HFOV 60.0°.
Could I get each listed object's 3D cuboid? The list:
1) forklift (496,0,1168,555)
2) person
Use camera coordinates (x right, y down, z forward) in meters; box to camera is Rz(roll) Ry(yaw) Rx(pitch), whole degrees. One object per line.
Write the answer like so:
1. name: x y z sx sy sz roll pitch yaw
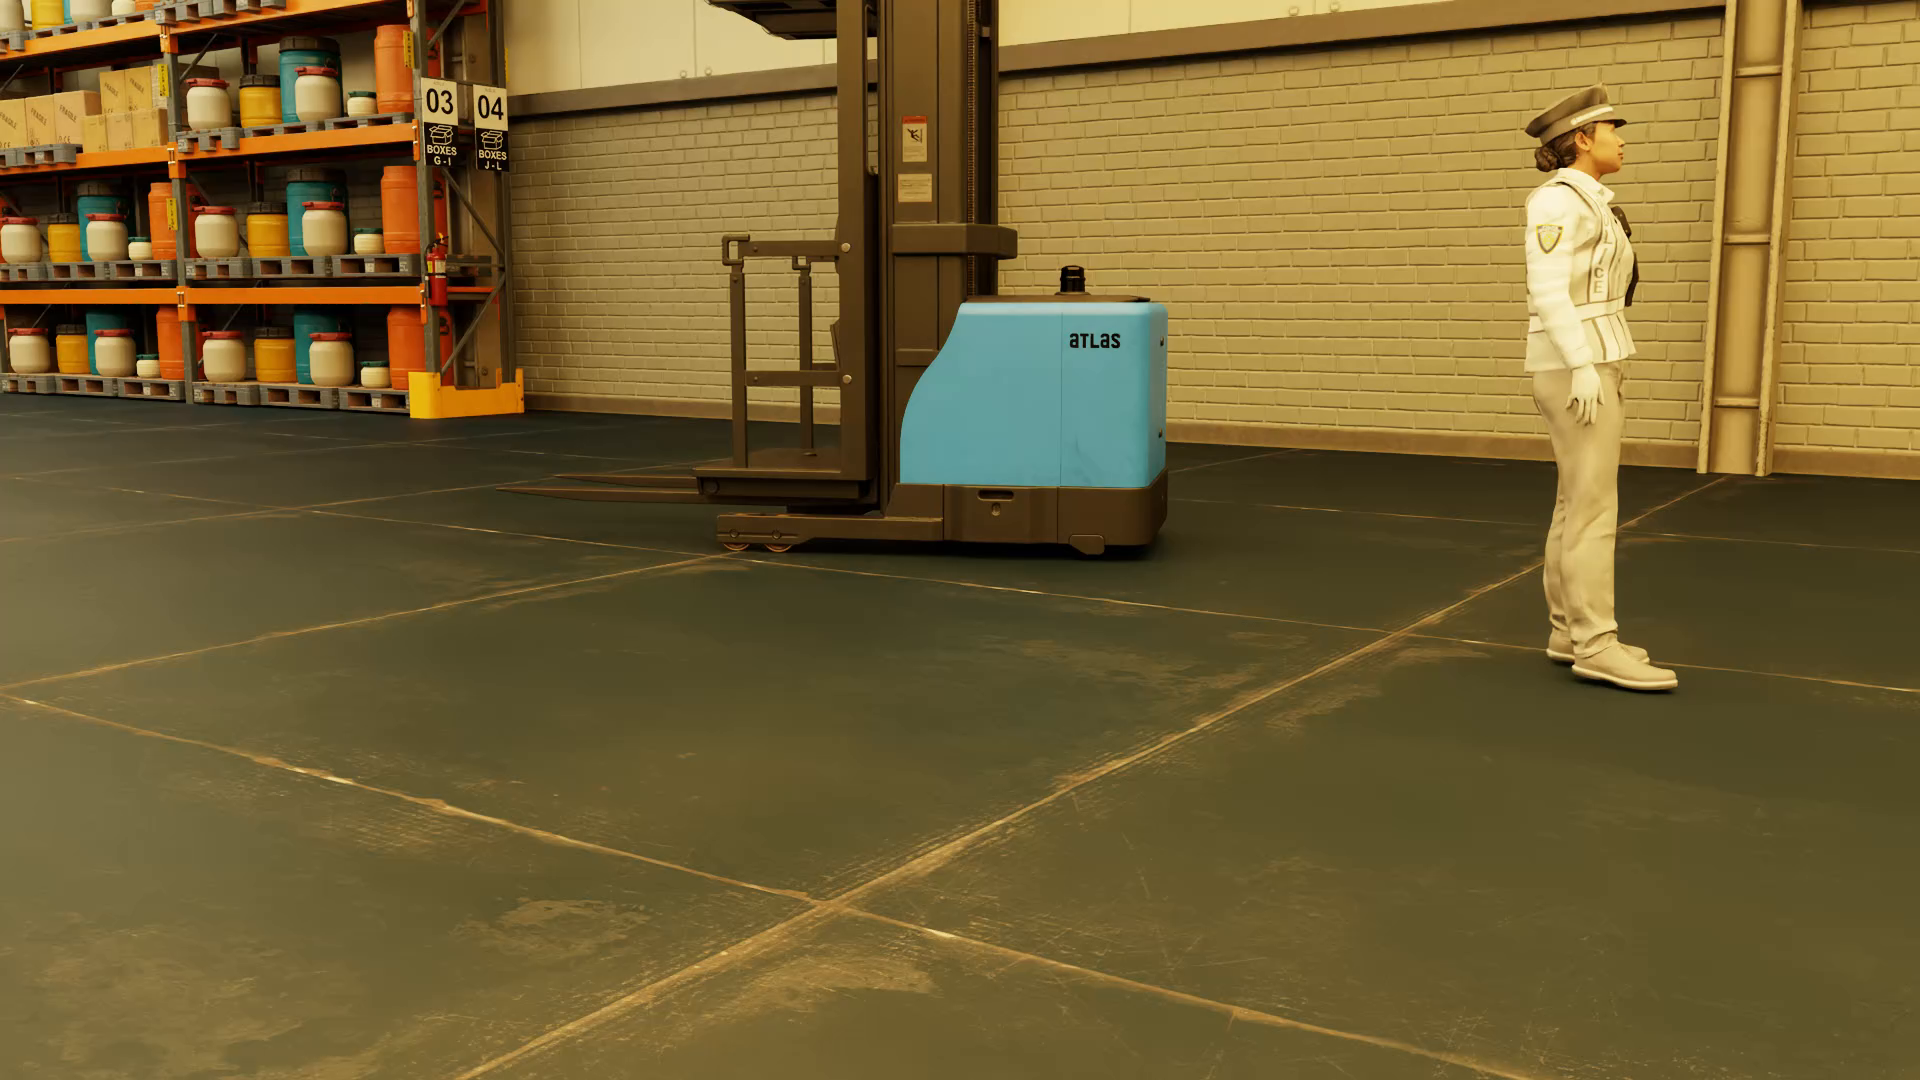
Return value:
1. forklift: -0.596 -1.469 7.520 3.031 2.935 1.130 2 8 12
2. person: 1.874 -0.468 4.822 0.533 1.694 0.586 5 9 30
